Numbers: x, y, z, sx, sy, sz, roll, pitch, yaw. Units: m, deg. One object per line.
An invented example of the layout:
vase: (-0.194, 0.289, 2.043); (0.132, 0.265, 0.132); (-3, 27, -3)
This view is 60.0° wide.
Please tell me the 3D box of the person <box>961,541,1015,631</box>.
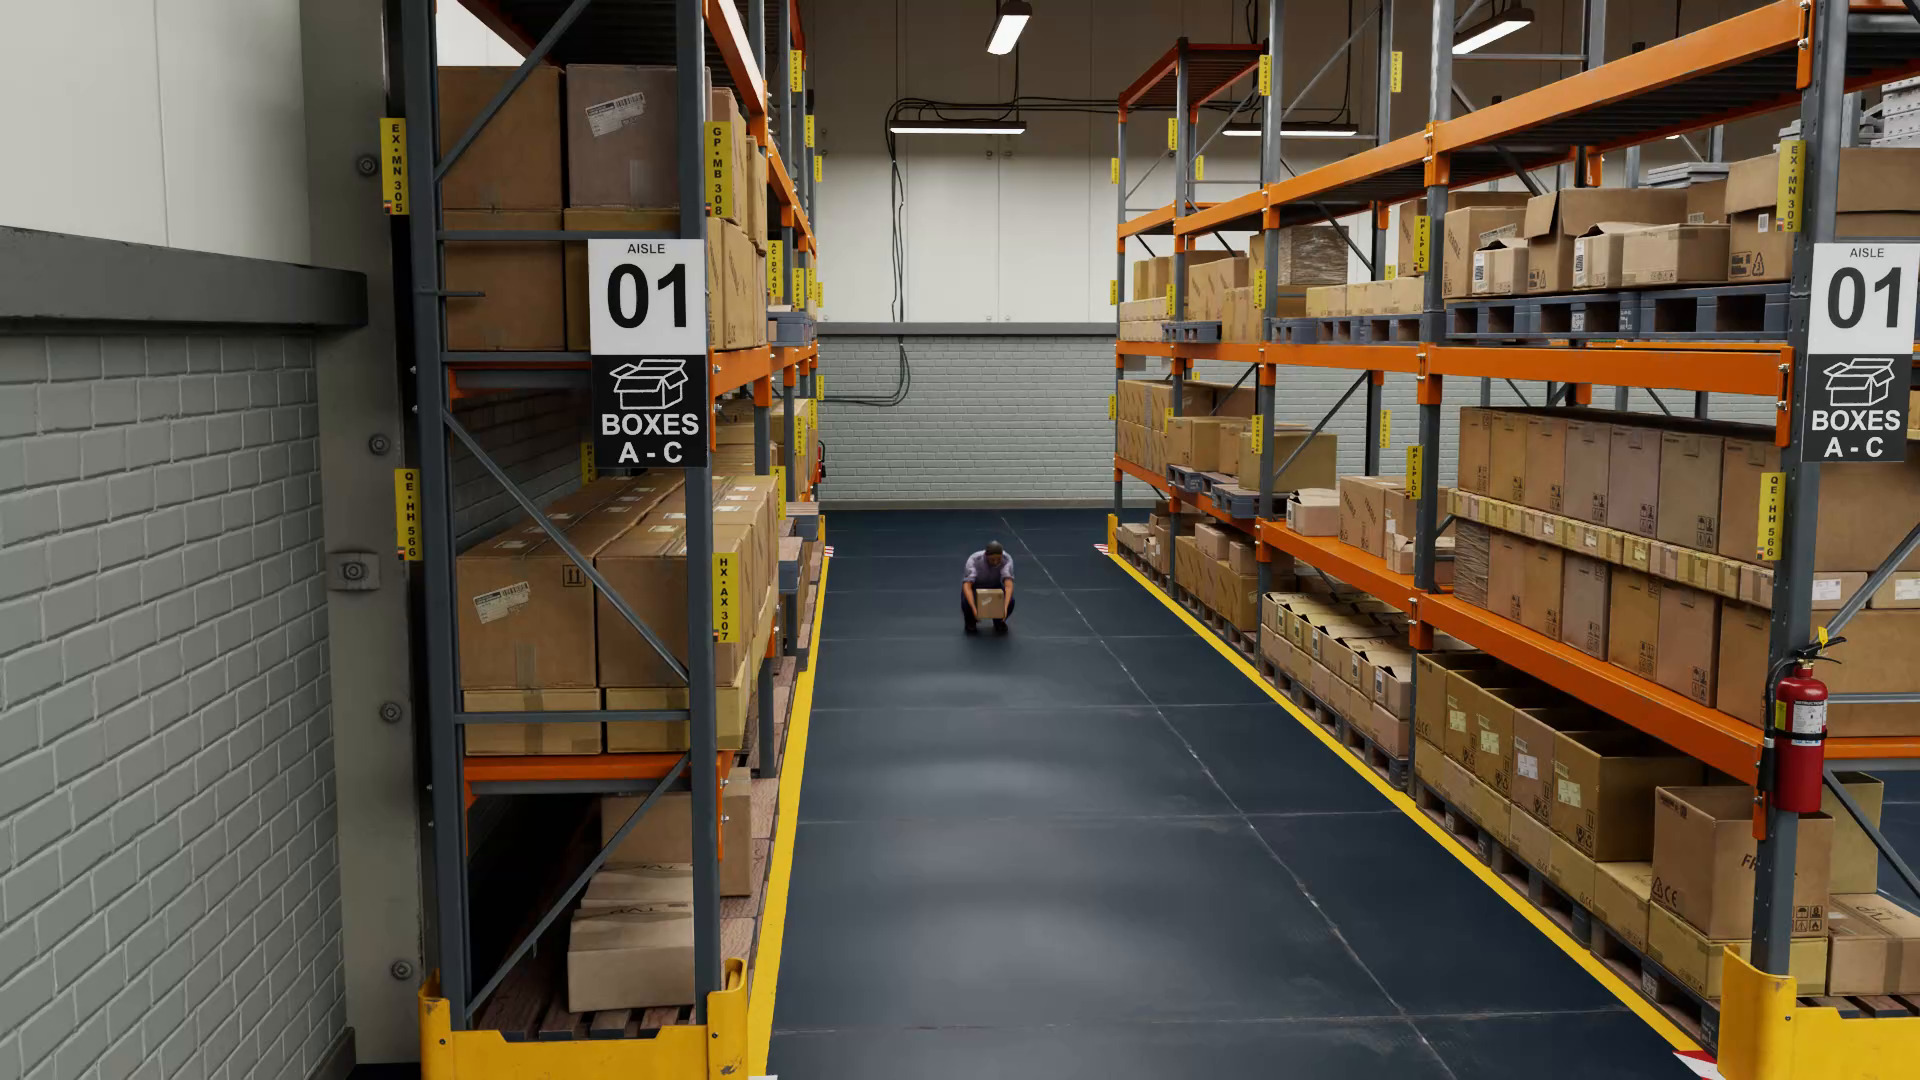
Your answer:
person: (0.267, 0.441, 16.239); (0.529, 0.926, 0.828); (0, 7, -4)
